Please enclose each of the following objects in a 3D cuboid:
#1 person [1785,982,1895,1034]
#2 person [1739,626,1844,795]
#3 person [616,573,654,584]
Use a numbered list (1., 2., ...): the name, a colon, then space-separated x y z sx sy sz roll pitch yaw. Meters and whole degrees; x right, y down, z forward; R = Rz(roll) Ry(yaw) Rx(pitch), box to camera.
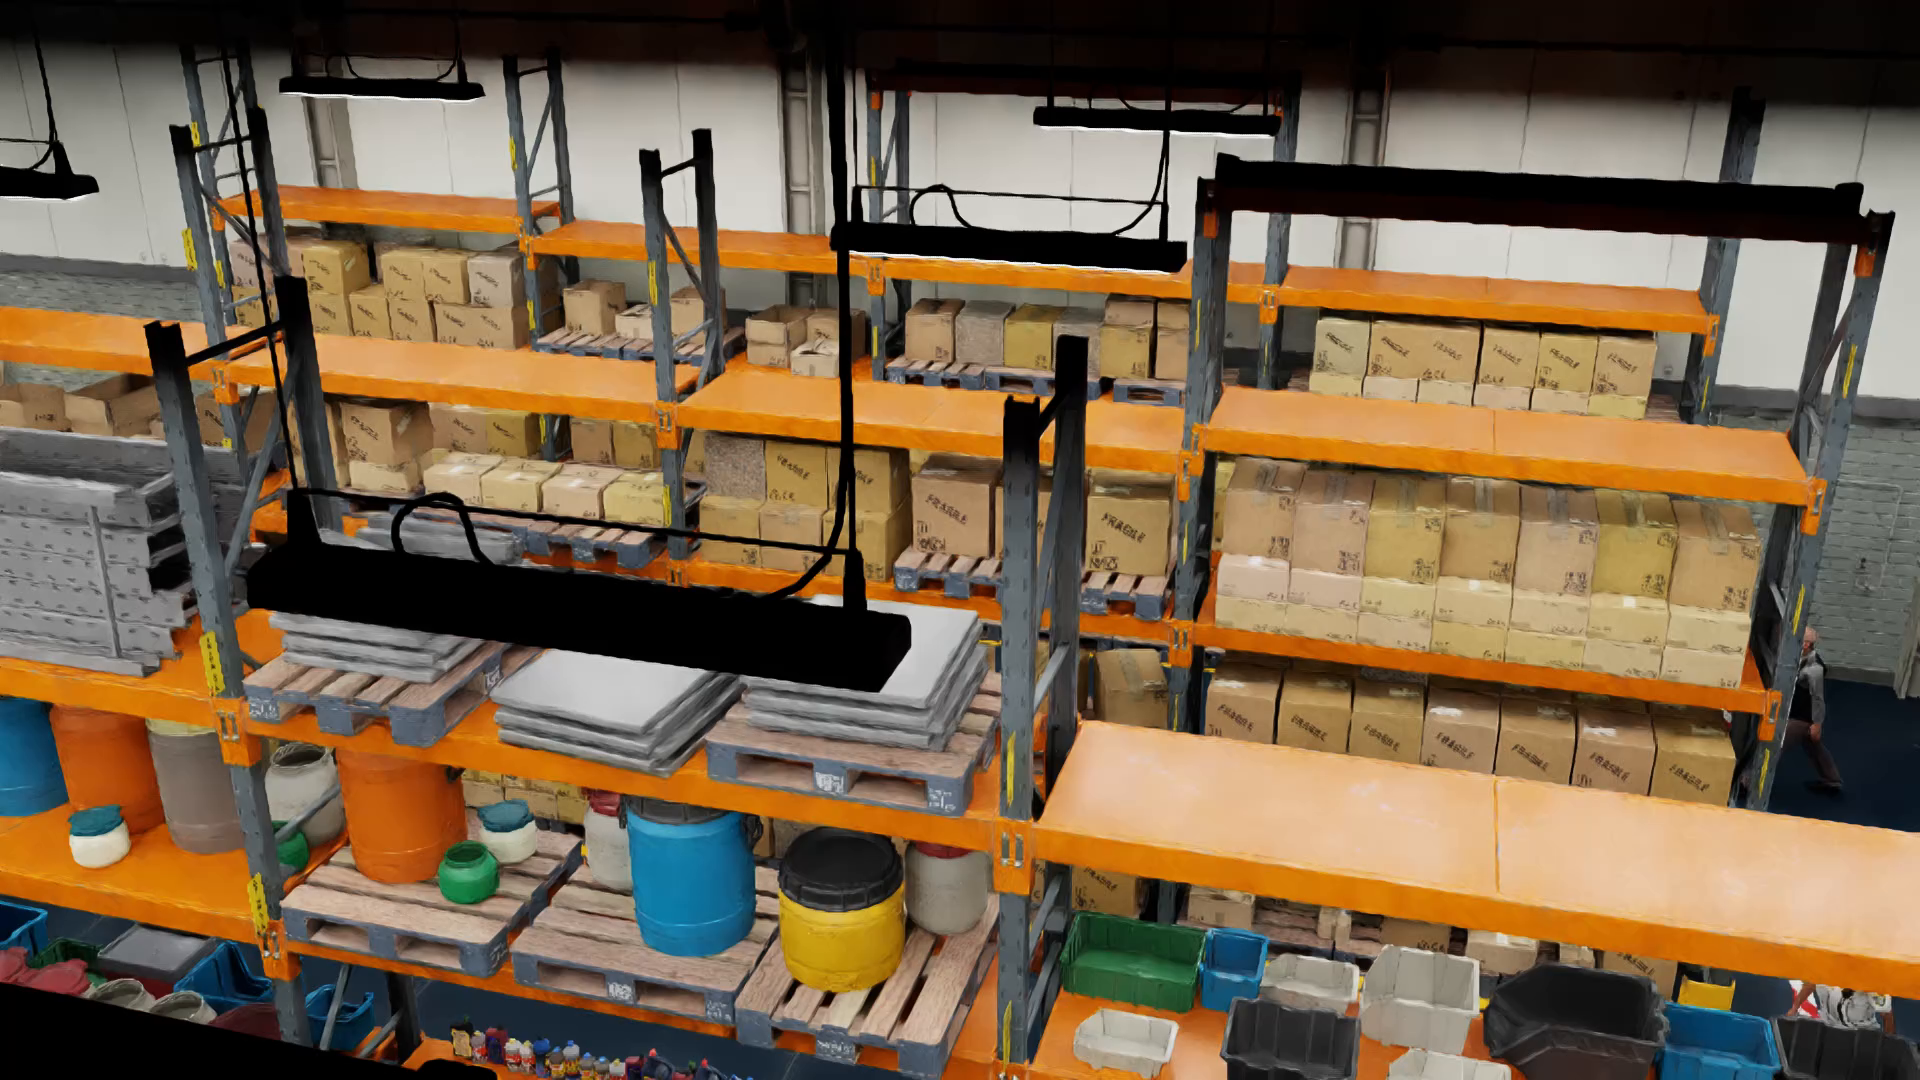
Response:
1. person: 5.810 3.230 10.895 0.761 1.614 0.615 -2 23 -6
2. person: 7.476 1.526 14.918 1.106 1.642 0.546 5 23 13
3. person: -3.092 0.987 16.147 1.122 1.706 0.566 7 24 17
